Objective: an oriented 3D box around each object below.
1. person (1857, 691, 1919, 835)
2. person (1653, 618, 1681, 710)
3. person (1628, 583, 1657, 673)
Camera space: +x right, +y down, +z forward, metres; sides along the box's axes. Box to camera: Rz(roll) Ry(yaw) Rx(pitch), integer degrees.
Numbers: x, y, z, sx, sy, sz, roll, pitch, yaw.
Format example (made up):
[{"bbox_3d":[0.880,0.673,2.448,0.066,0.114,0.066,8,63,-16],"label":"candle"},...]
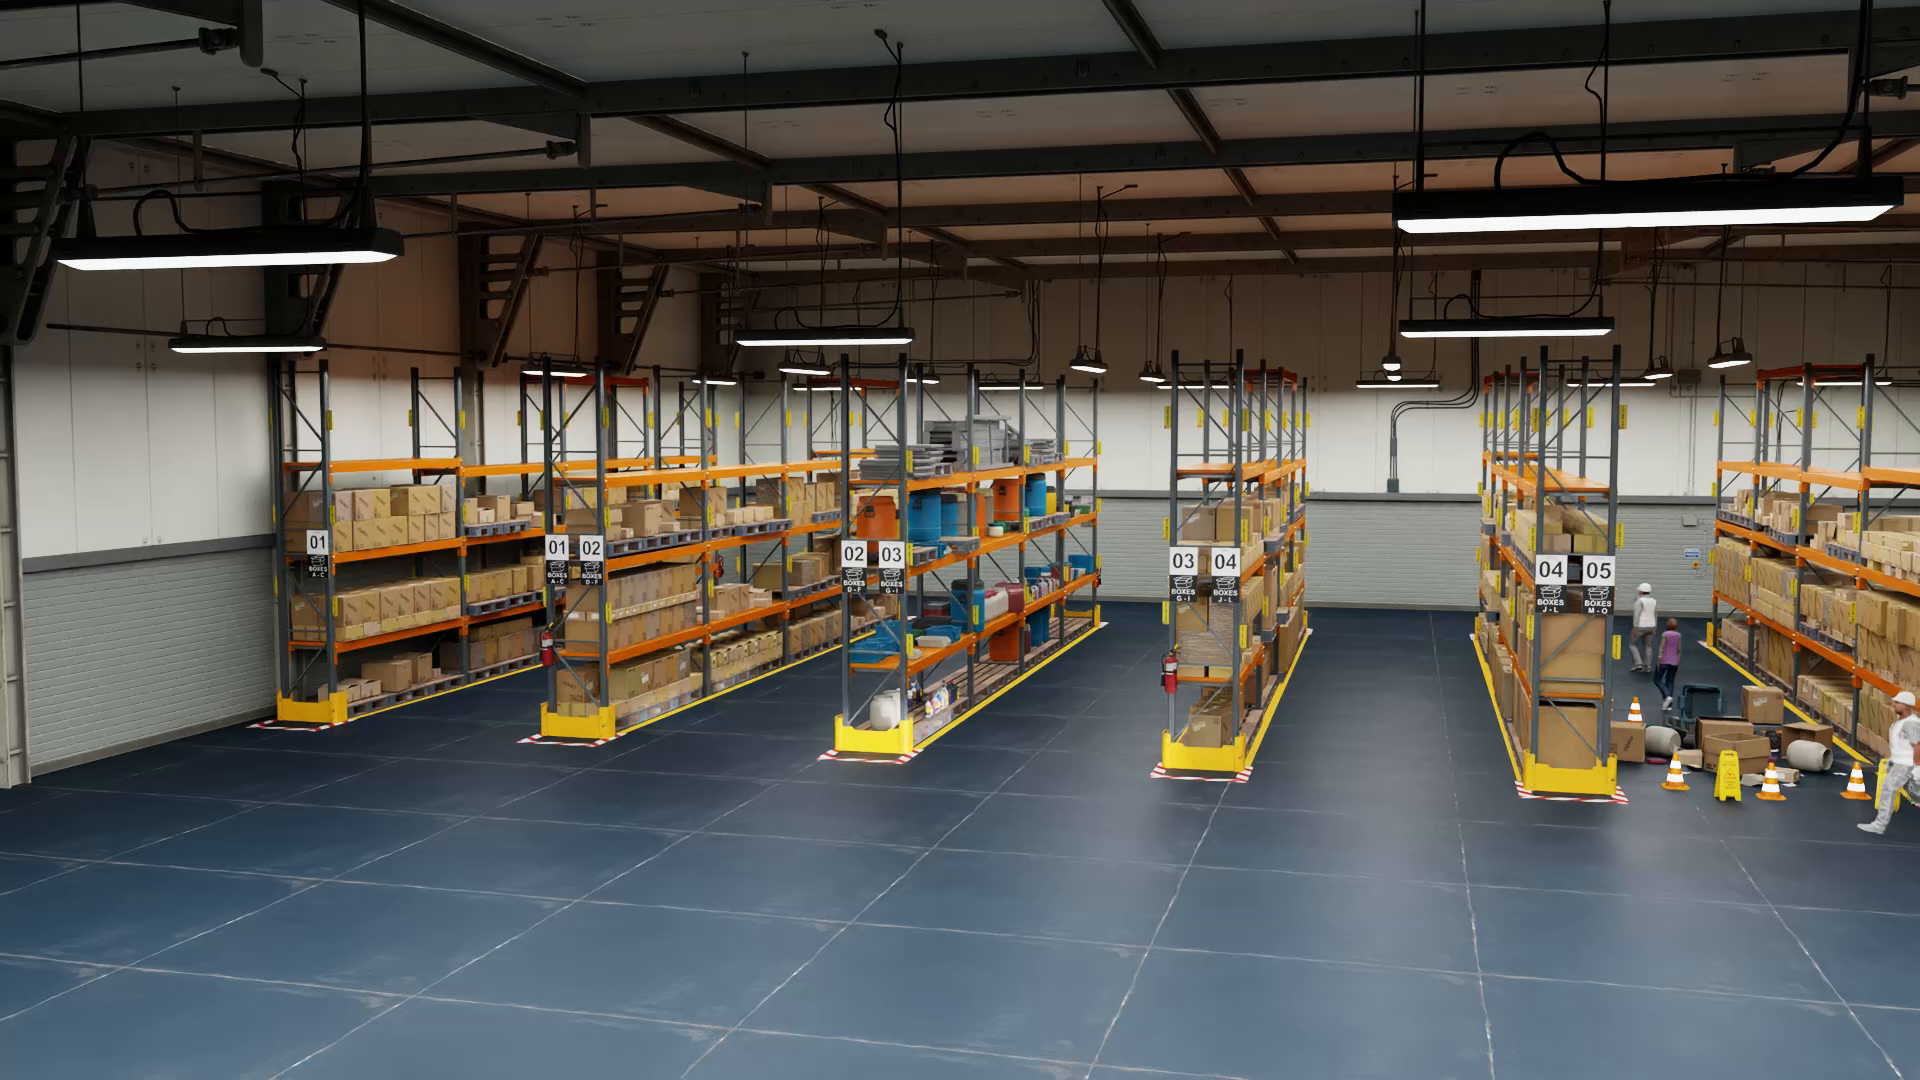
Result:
[{"bbox_3d":[11.405,2.690,20.024,1.065,1.745,0.556,1,4,17],"label":"person"},{"bbox_3d":[12.185,2.143,28.538,0.445,1.601,0.488,0,4,-2],"label":"person"},{"bbox_3d":[13.593,1.752,33.053,0.567,1.800,0.416,-1,4,-17],"label":"person"}]
